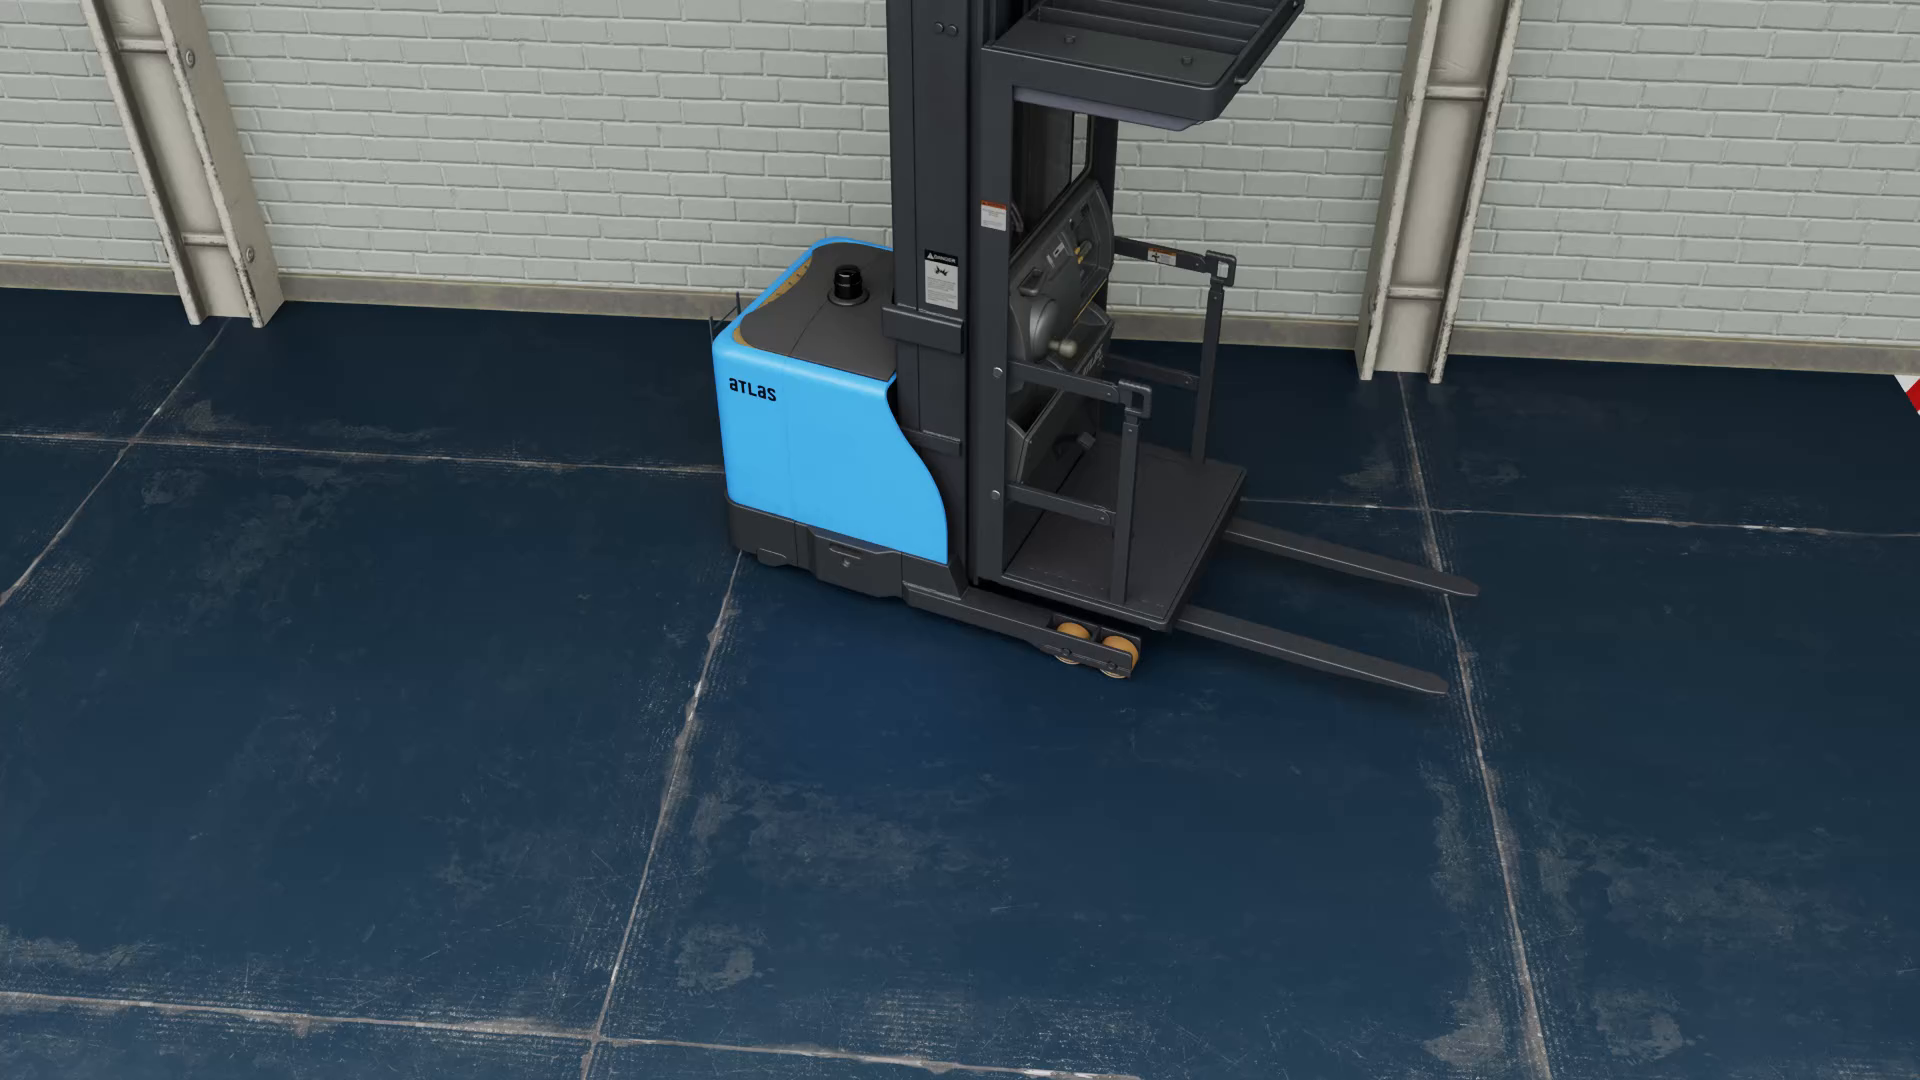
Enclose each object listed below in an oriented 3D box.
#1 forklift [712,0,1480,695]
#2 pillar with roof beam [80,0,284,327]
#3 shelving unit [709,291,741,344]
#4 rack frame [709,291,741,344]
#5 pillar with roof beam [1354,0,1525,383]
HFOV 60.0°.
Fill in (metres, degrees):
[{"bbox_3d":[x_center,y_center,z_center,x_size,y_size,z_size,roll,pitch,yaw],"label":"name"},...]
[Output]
[{"bbox_3d":[0.568,-0.975,6.126,3.031,2.935,1.130,16,42,19],"label":"forklift"},{"bbox_3d":[-4.160,-1.989,2.566,0.400,9.000,9.100,3,39,4],"label":"pillar with roof beam"},{"bbox_3d":[-0.907,-0.623,7.302,0.210,0.900,0.258,16,42,19],"label":"shelving unit"},{"bbox_3d":[-1.000,-0.649,7.334,0.006,0.900,0.240,16,42,19],"label":"rack frame"},{"bbox_3d":[1.818,-1.663,2.164,0.400,9.000,9.100,3,39,4],"label":"pillar with roof beam"}]
